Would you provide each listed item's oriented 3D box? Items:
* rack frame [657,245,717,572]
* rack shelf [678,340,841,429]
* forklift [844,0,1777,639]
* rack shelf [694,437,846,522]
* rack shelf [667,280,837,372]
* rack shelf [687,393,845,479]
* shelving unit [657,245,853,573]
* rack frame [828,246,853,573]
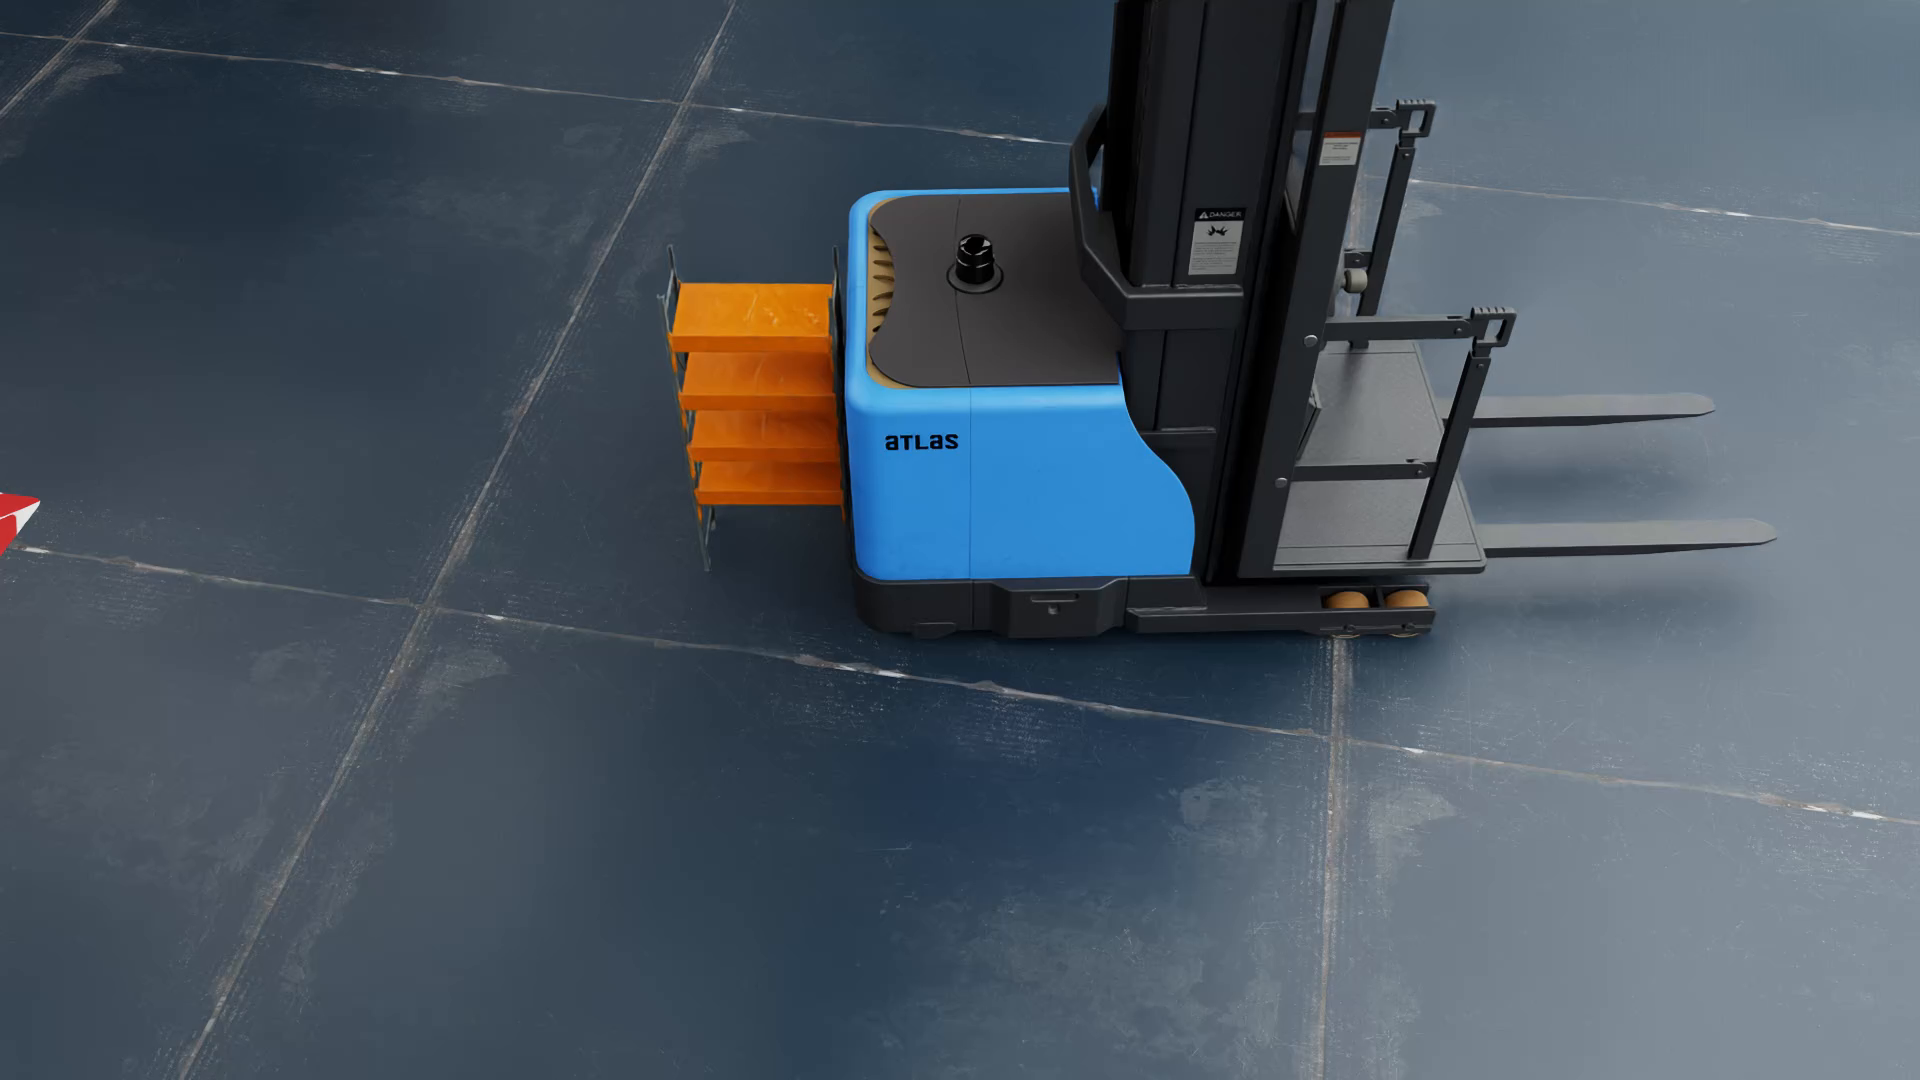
[{"bbox_3d":[-0.859,-0.382,5.286,0.015,1.200,0.240,0,48,0],"label":"rack frame"},{"bbox_3d":[-0.615,-0.485,5.169,0.480,0.148,0.258,0,48,0],"label":"rack shelf"},{"bbox_3d":[1.161,-1.053,4.725,3.031,2.935,1.130,-1,48,-1],"label":"forklift"},{"bbox_3d":[-0.615,-0.203,5.483,0.480,0.148,0.258,0,48,0],"label":"rack shelf"},{"bbox_3d":[-0.615,-0.643,4.993,0.480,0.148,0.258,0,48,0],"label":"rack shelf"},{"bbox_3d":[-0.615,-0.335,5.335,0.480,0.148,0.258,0,48,0],"label":"rack shelf"},{"bbox_3d":[-0.615,-0.380,5.285,0.503,1.200,0.258,0,48,0],"label":"shelving unit"},{"bbox_3d":[-0.371,-0.379,5.284,0.015,1.200,0.240,0,48,0],"label":"rack frame"}]
